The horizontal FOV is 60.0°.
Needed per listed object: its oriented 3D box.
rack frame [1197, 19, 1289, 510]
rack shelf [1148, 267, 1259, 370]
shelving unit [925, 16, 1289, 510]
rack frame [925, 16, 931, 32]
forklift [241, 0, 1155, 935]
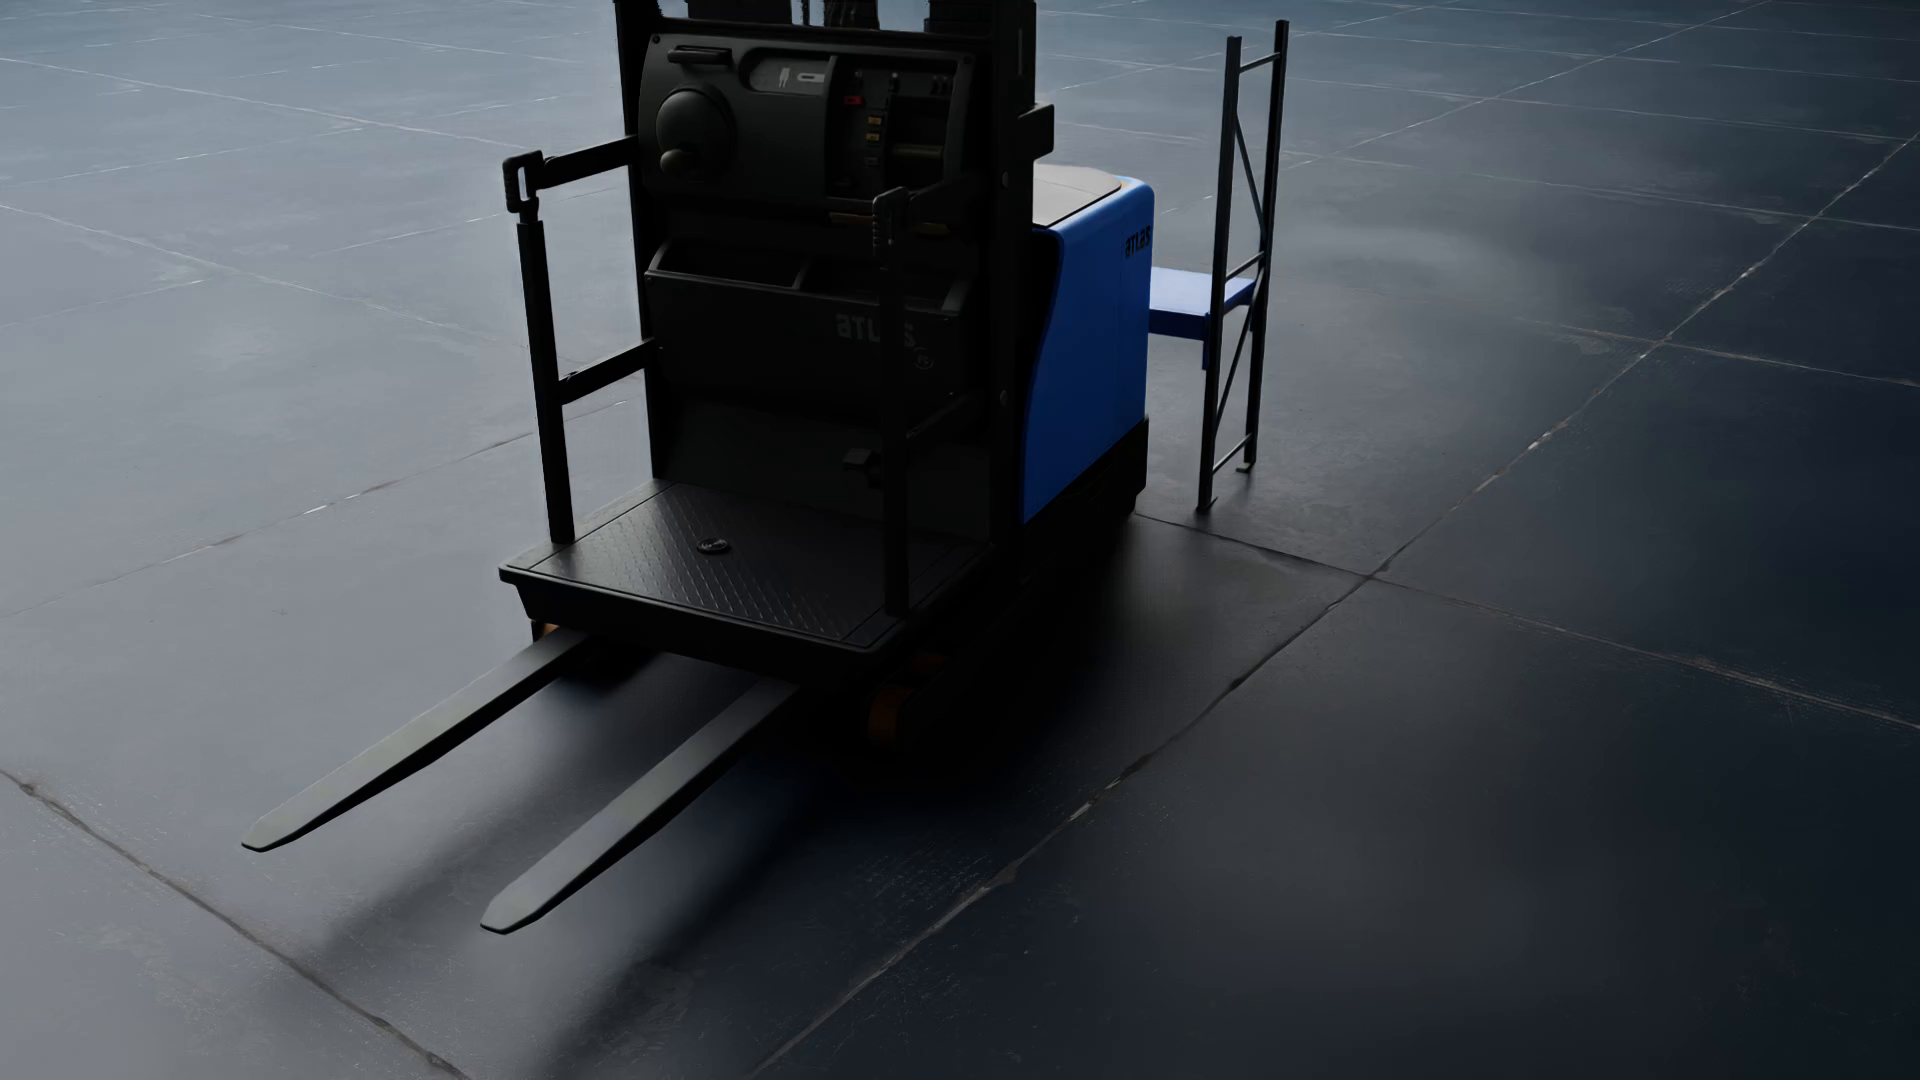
[{"bbox_3d":[0.915,-0.878,5.382,0.032,1.500,0.500,12,26,25],"label":"rack frame"},{"bbox_3d":[0.466,-0.810,5.673,1.000,0.185,0.538,12,26,25],"label":"rack shelf"},{"bbox_3d":[0.466,-0.974,5.600,1.048,1.500,0.538,12,26,25],"label":"shelving unit"},{"bbox_3d":[0.017,-1.071,5.819,0.032,1.500,0.500,12,26,25],"label":"rack frame"},{"bbox_3d":[-0.482,-1.023,3.936,1.130,2.935,3.031,11,26,23],"label":"forklift"}]
